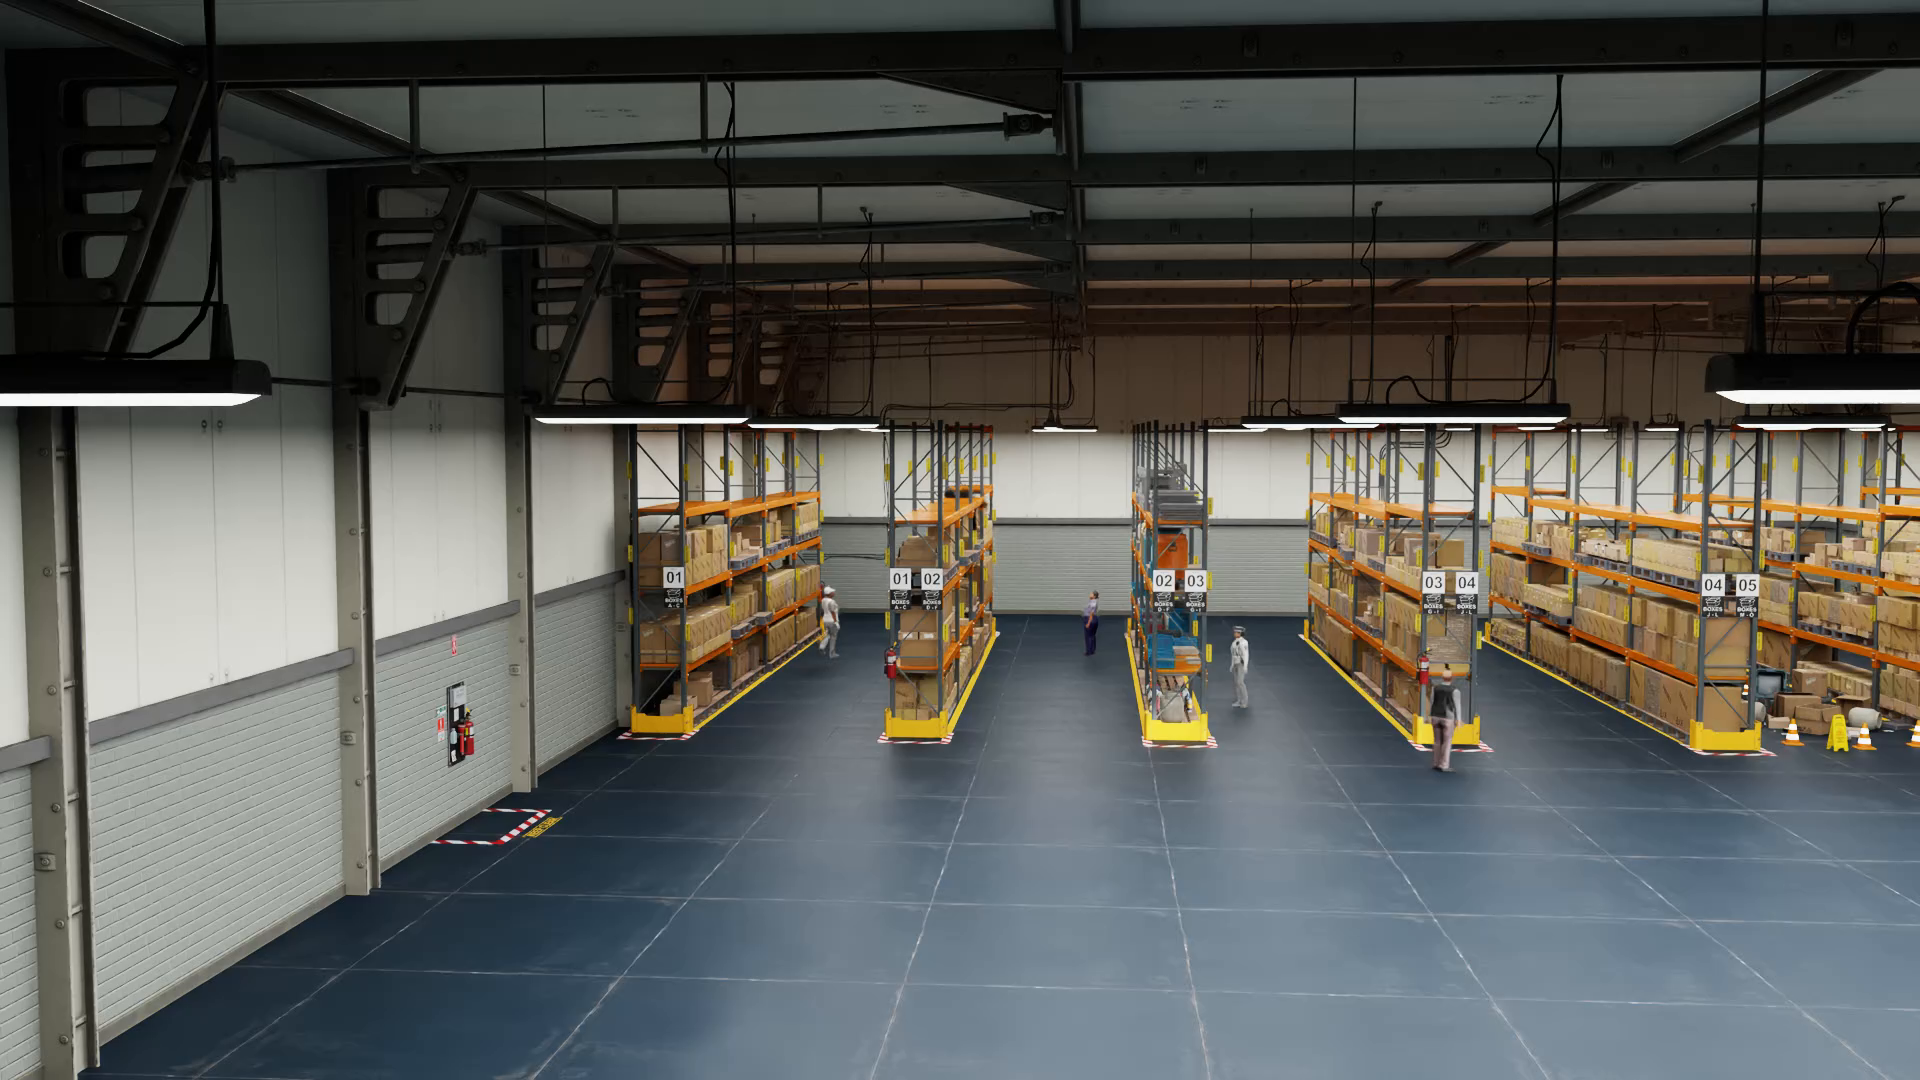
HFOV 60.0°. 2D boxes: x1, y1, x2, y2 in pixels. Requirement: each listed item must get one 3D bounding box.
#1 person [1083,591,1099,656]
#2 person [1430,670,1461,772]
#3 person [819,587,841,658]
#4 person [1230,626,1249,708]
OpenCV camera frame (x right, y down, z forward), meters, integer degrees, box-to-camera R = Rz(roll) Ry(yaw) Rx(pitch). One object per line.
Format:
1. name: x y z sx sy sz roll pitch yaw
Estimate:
1. person: 3.279 2.106 41.942 0.431 1.632 0.490 2 4 26
2. person: 8.260 3.071 28.262 0.417 1.739 0.555 -3 5 -44
3. person: -3.237 2.048 41.335 0.549 1.773 0.572 -3 5 -42
4. person: 5.881 2.676 35.051 0.352 1.715 0.549 -1 4 -18
